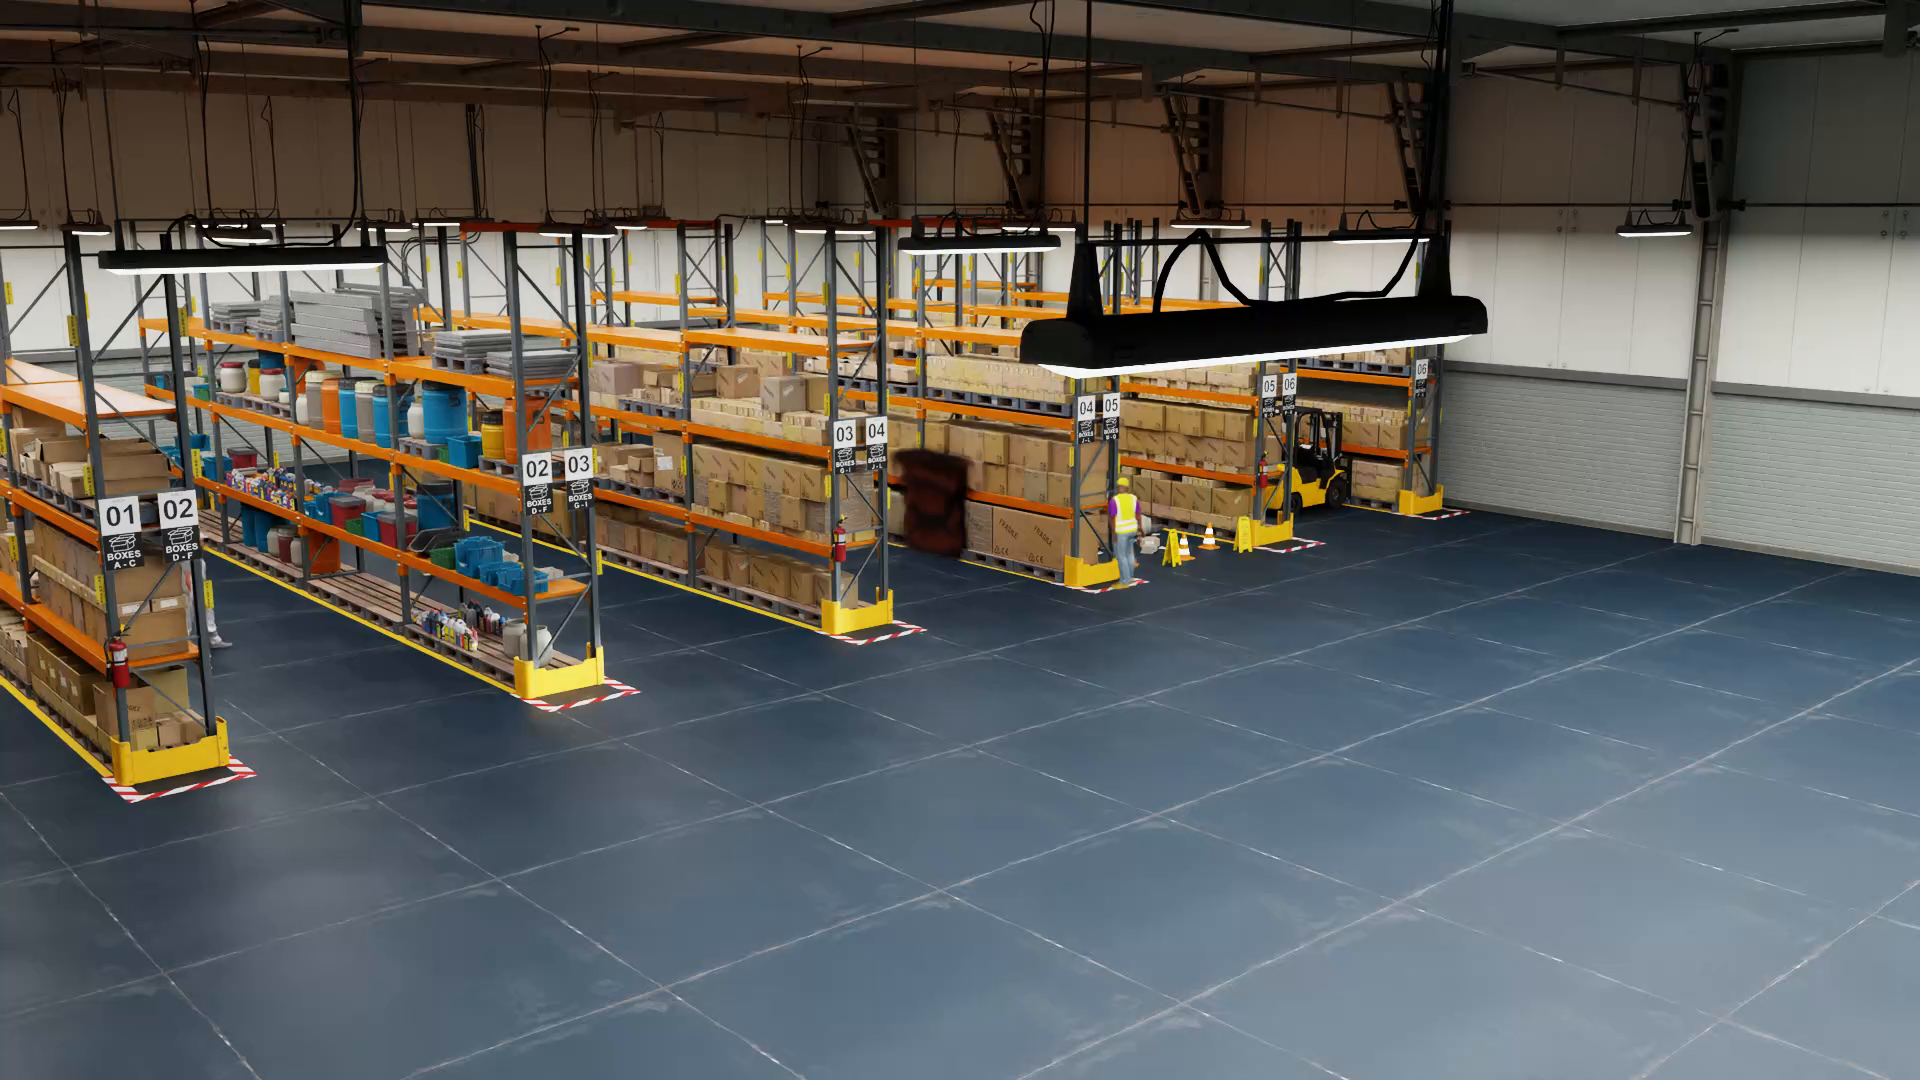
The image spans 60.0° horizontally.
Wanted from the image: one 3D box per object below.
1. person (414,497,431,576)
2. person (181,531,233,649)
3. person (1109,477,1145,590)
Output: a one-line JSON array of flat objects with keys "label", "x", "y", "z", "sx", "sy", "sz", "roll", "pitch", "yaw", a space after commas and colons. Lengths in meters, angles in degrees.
[{"label": "person", "x": -9.243, "y": -0.161, "z": 28.669, "sx": 0.576, "sy": 1.632, "sz": 0.460, "roll": 3, "pitch": 12, "yaw": 13}, {"label": "person", "x": -10.901, "y": 0.735, "z": 23.782, "sx": 0.644, "sy": 1.781, "sz": 0.558, "roll": 1, "pitch": 12, "yaw": 7}, {"label": "person", "x": 2.641, "y": -0.122, "z": 26.624, "sx": 0.713, "sy": 1.785, "sz": 0.473, "roll": -9, "pitch": 15, "yaw": -38}]
